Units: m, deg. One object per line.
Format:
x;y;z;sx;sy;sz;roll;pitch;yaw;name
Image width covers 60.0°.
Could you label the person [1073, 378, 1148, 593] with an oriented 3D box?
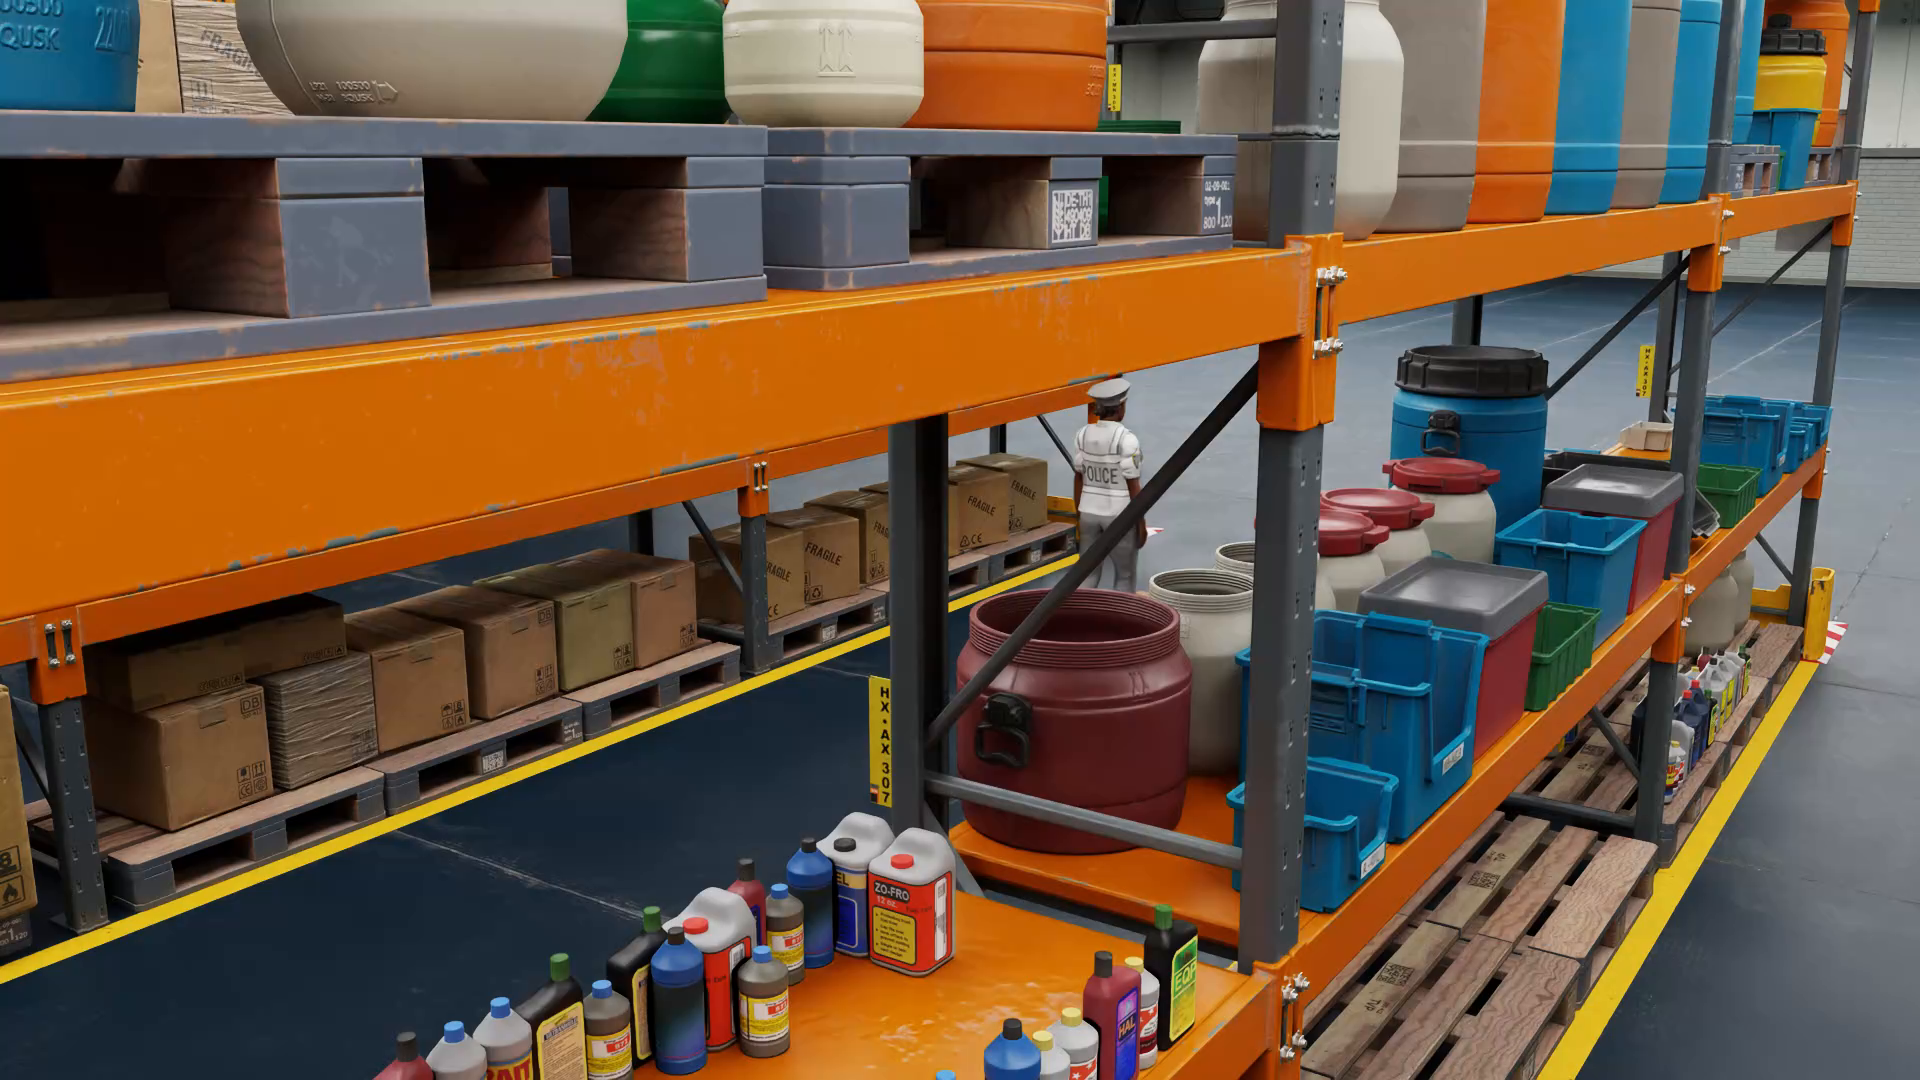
0.909;-0.119;9.954;0.462;1.698;0.553;11;17;39;person
